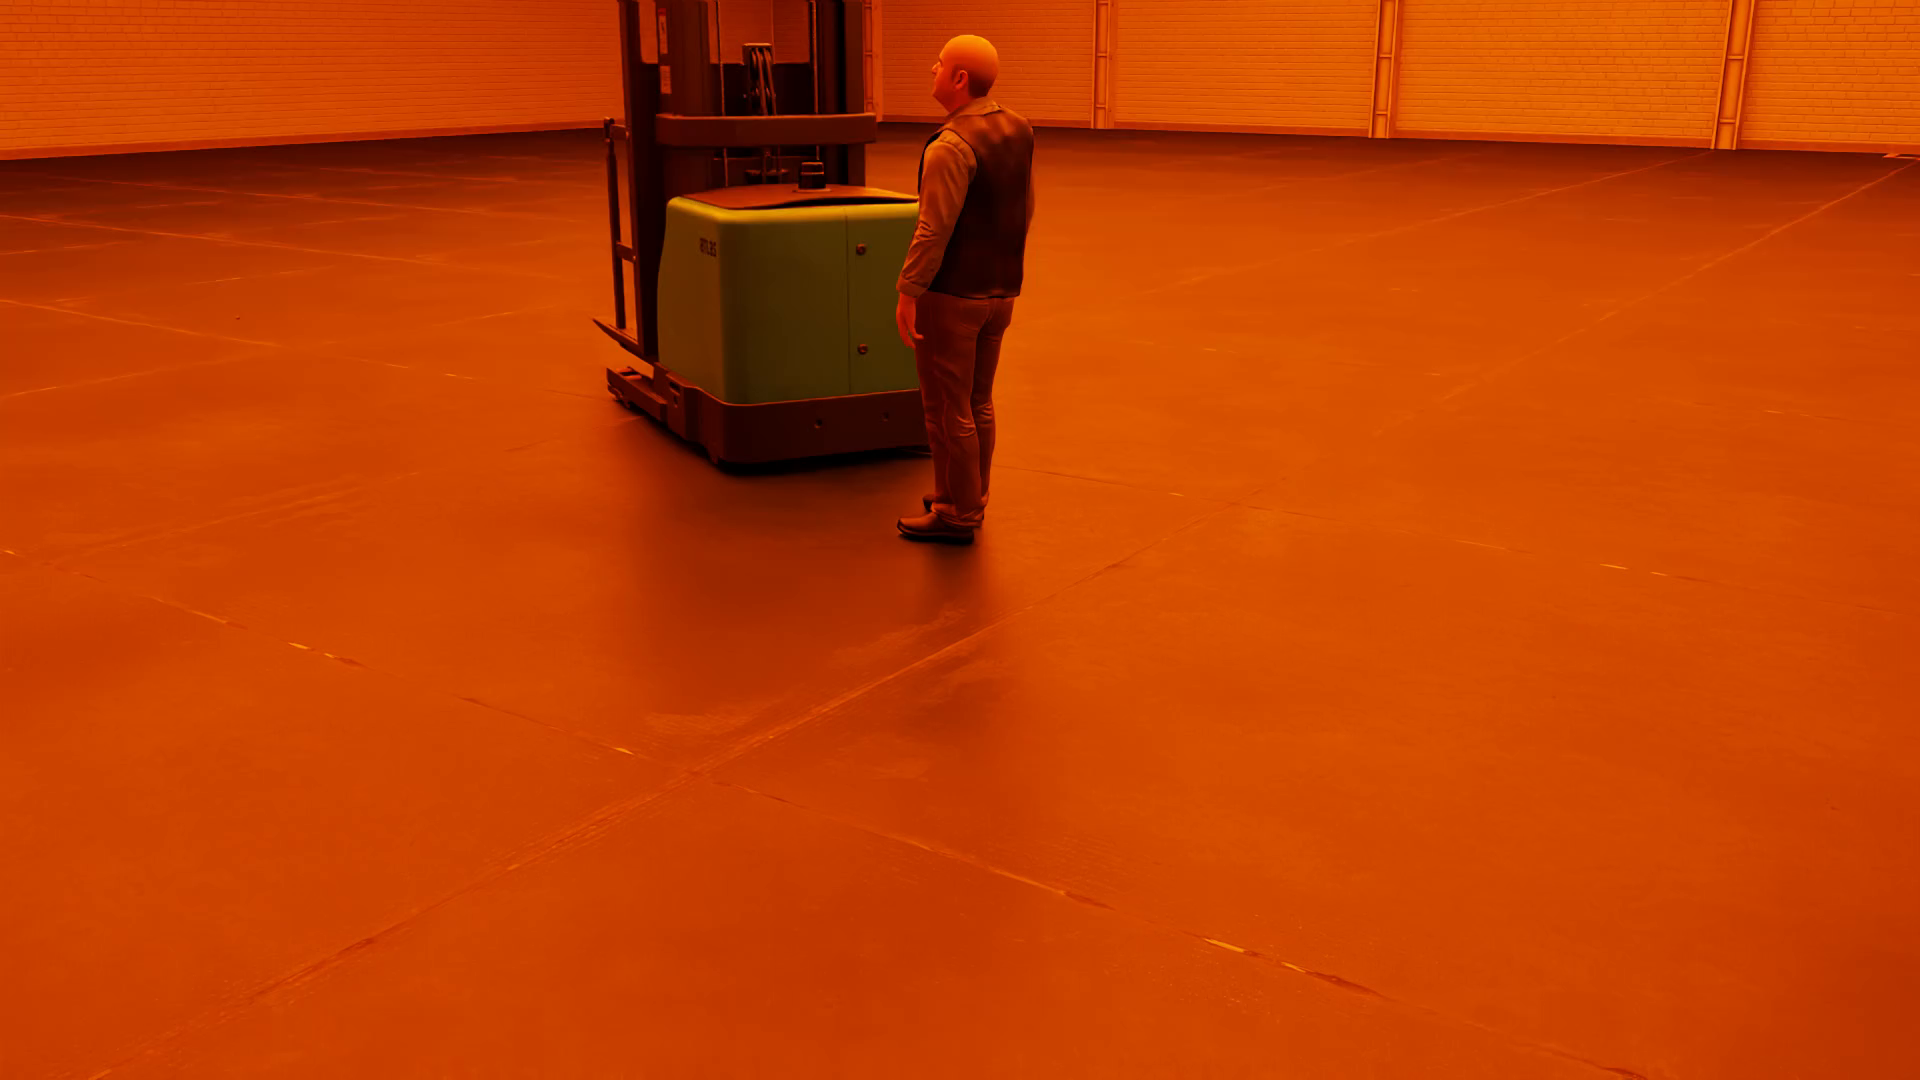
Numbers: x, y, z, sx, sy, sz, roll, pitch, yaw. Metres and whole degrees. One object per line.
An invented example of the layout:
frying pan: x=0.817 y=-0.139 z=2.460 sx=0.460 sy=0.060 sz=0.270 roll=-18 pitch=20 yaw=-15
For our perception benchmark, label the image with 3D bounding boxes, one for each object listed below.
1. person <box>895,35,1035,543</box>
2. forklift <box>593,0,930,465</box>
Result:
person: x=-0.046 y=-0.844 z=5.740 sx=0.568 sy=1.720 sz=0.632 roll=11 pitch=20 yaw=33
forklift: x=-1.102 y=-2.091 z=7.825 sx=1.130 sy=2.935 sz=3.031 roll=-8 pitch=18 yaw=-24
